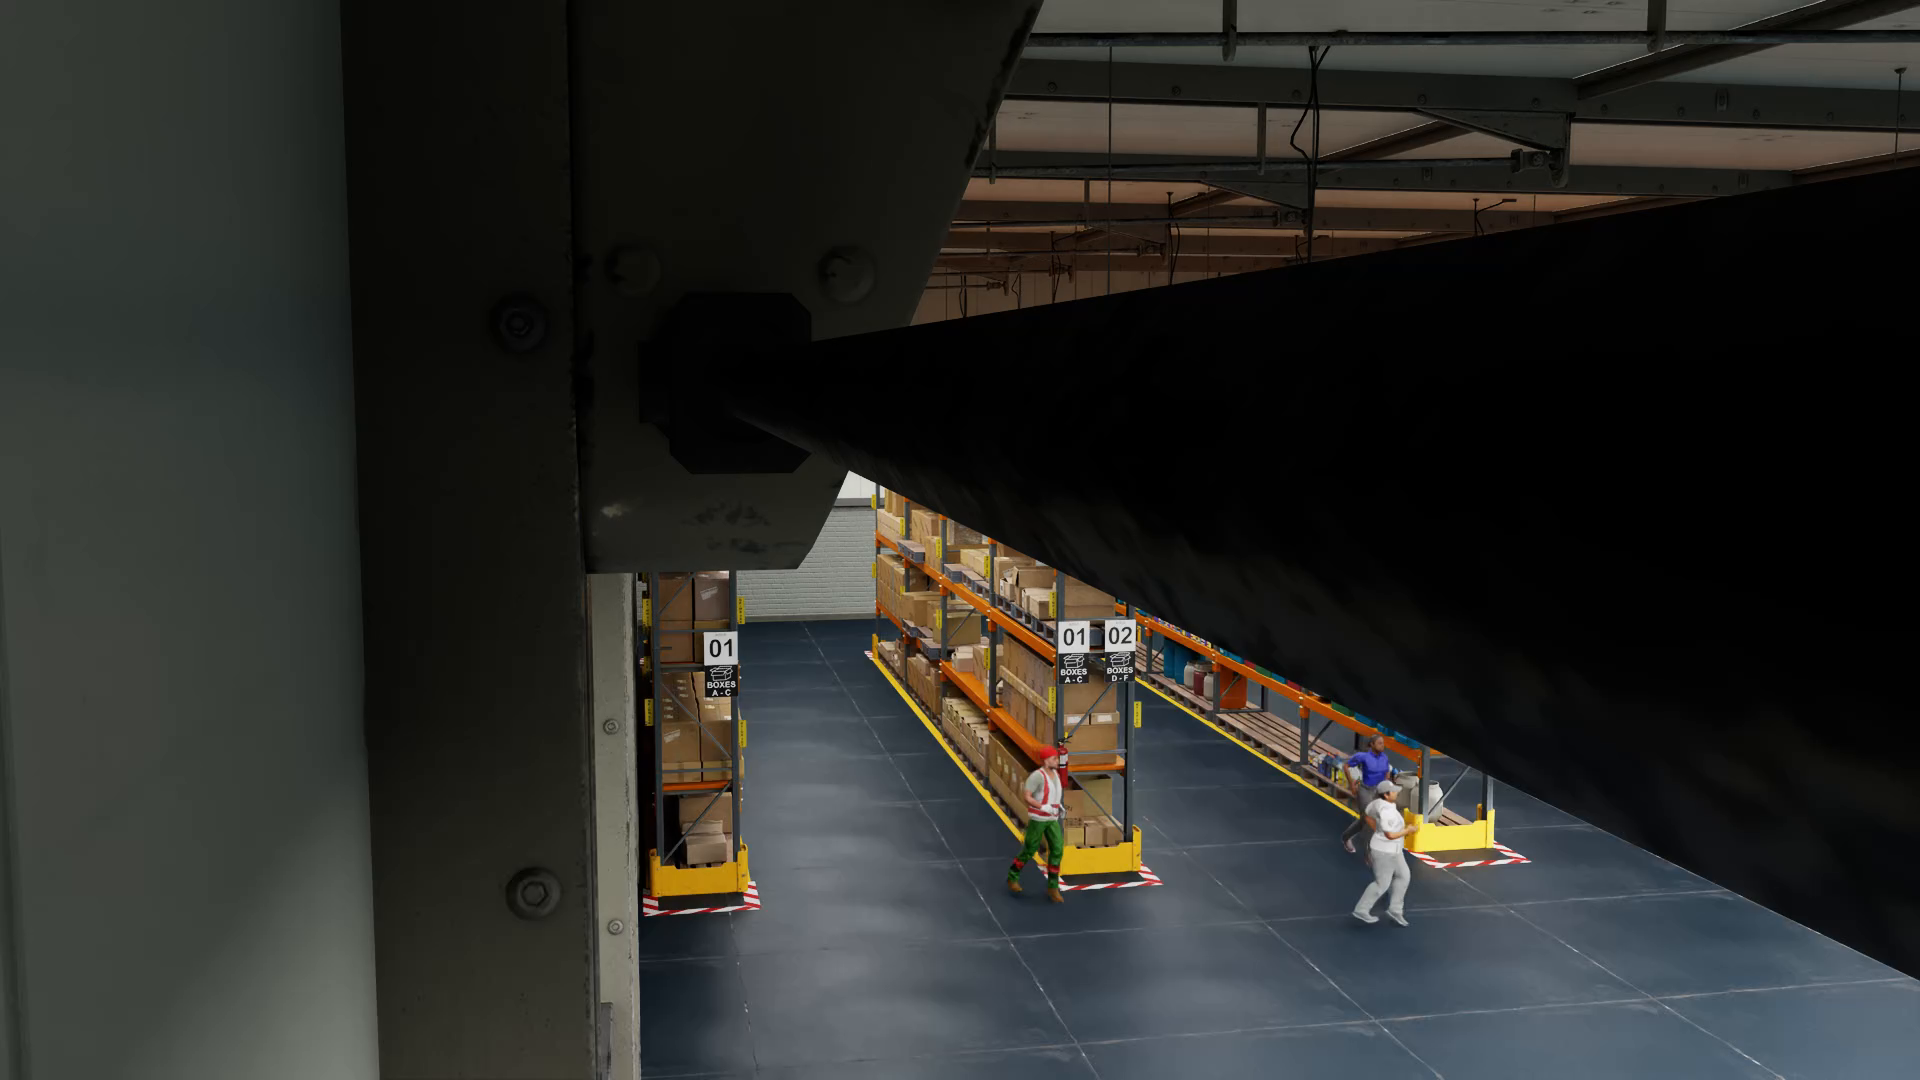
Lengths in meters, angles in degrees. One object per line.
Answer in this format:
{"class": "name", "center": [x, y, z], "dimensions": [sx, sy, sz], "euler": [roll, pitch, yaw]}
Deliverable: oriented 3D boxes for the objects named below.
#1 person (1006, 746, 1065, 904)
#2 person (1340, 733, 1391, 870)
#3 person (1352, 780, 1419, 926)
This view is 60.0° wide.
{"class": "person", "center": [1.035, 3.383, 20.028], "dimensions": [0.810, 1.812, 0.727], "euler": [6, 8, 44]}
{"class": "person", "center": [5.284, 3.319, 21.478], "dimensions": [0.600, 1.673, 0.881], "euler": [-3, 7, -29]}
{"class": "person", "center": [4.837, 3.574, 18.879], "dimensions": [0.708, 1.723, 0.585], "euler": [1, 6, 14]}
